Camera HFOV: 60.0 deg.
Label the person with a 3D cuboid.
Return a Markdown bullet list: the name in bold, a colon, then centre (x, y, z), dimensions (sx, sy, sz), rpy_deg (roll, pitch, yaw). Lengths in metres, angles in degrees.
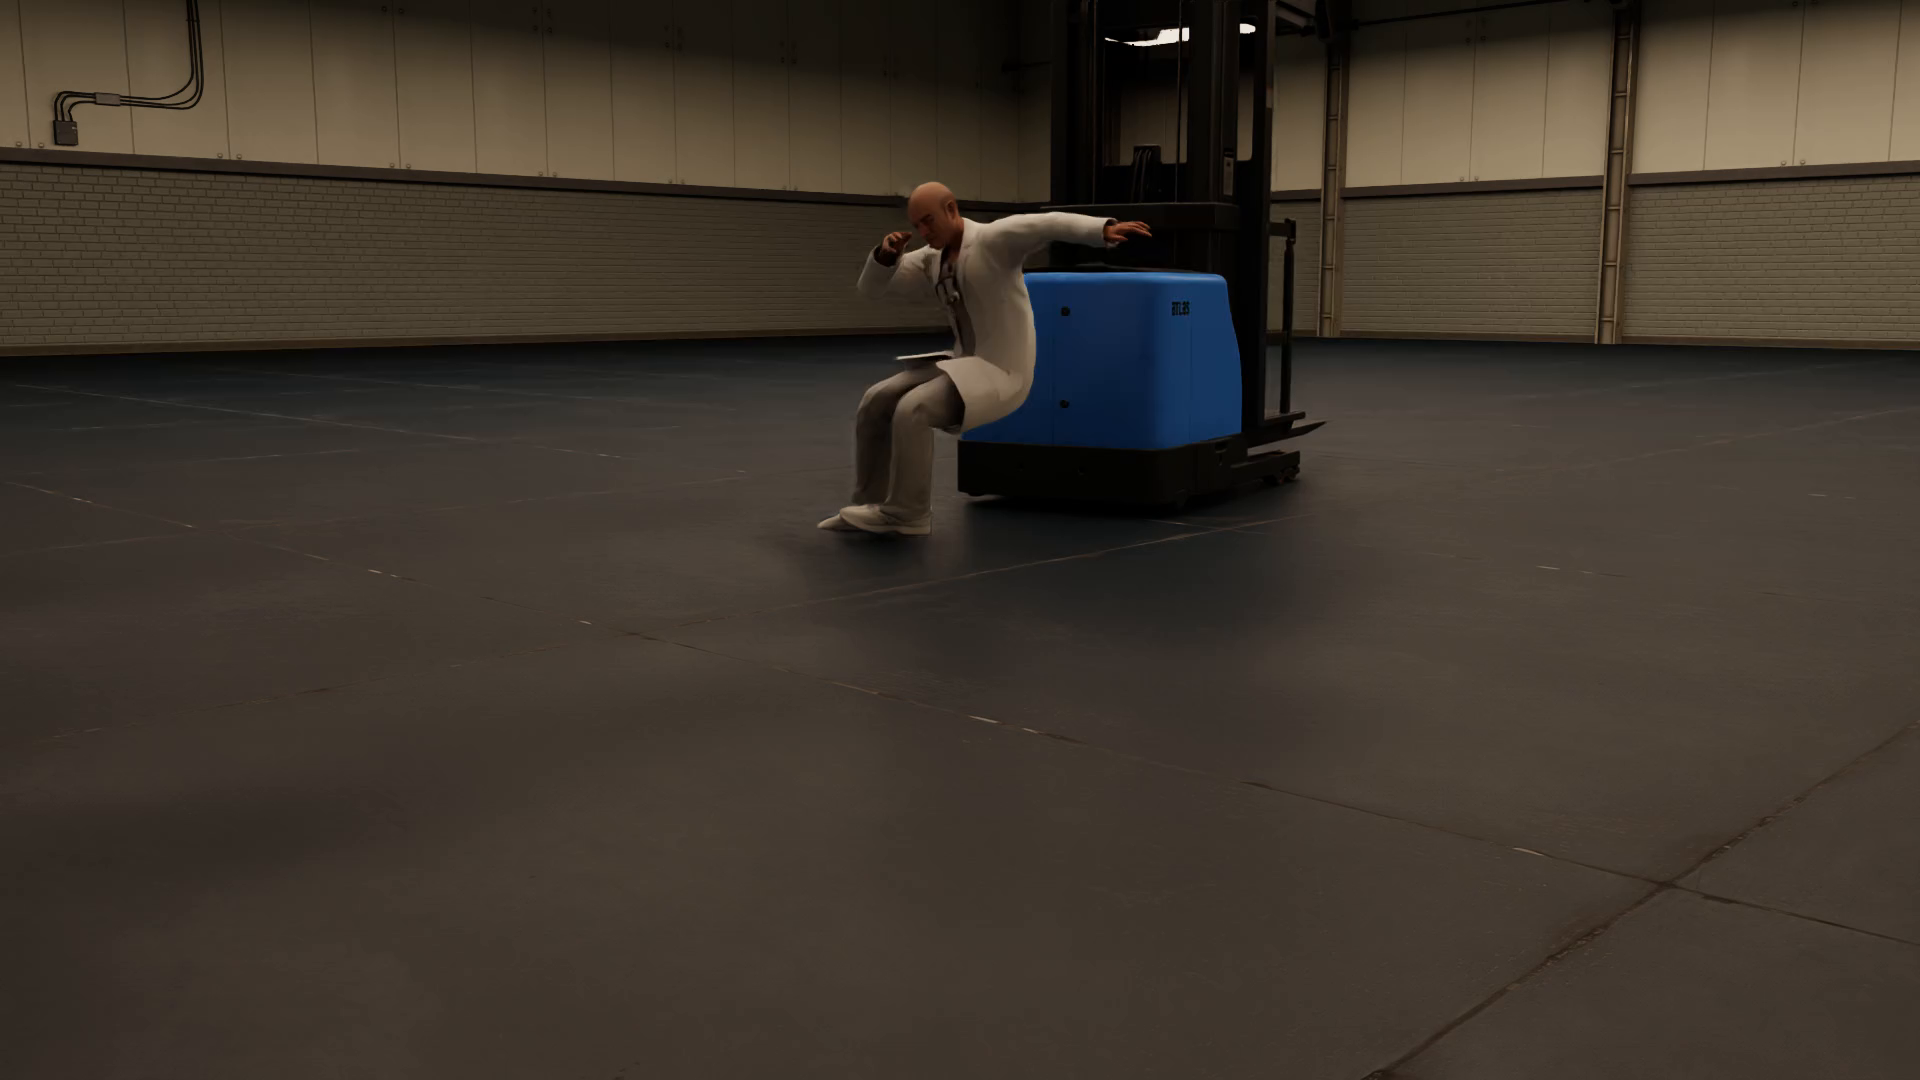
- **person**: centre (0.015, -0.675, 6.530), dimensions (0.747, 1.450, 1.467), rpy_deg (-6, 10, -34)

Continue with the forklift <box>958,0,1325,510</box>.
- **forklift**: centre (1.146, -1.762, 8.574), dimensions (1.130, 2.935, 3.031), rpy_deg (5, 10, 29)
